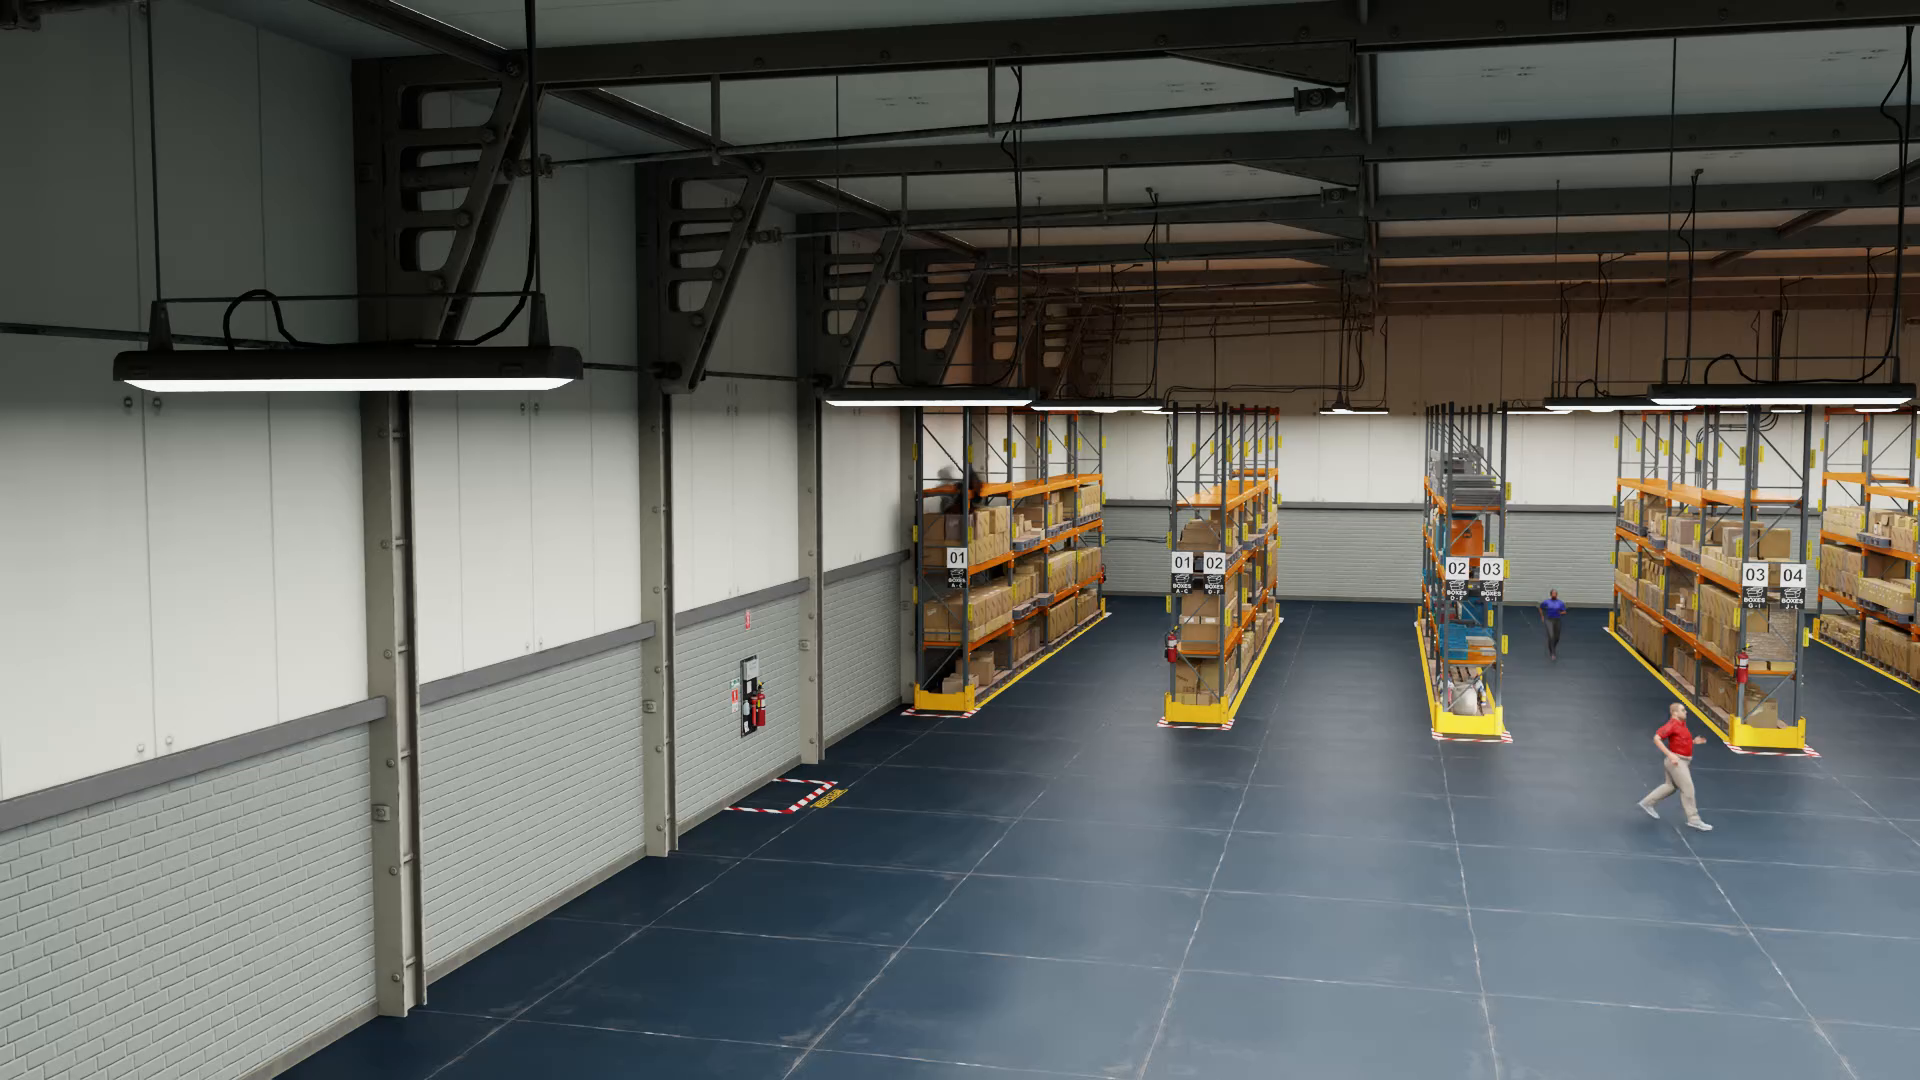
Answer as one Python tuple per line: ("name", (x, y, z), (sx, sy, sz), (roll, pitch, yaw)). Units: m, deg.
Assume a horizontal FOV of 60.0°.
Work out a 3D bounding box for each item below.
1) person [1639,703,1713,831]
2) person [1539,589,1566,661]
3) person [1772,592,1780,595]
("person", (9.997, 3.125, 23.192), (0.988, 1.716, 0.660), (3, 5, 31))
("person", (13.996, 1.977, 39.243), (0.575, 1.644, 0.941), (0, 4, 4))
("person", (20.911, 1.727, 43.167), (0.652, 1.636, 0.582), (2, 5, 25))
